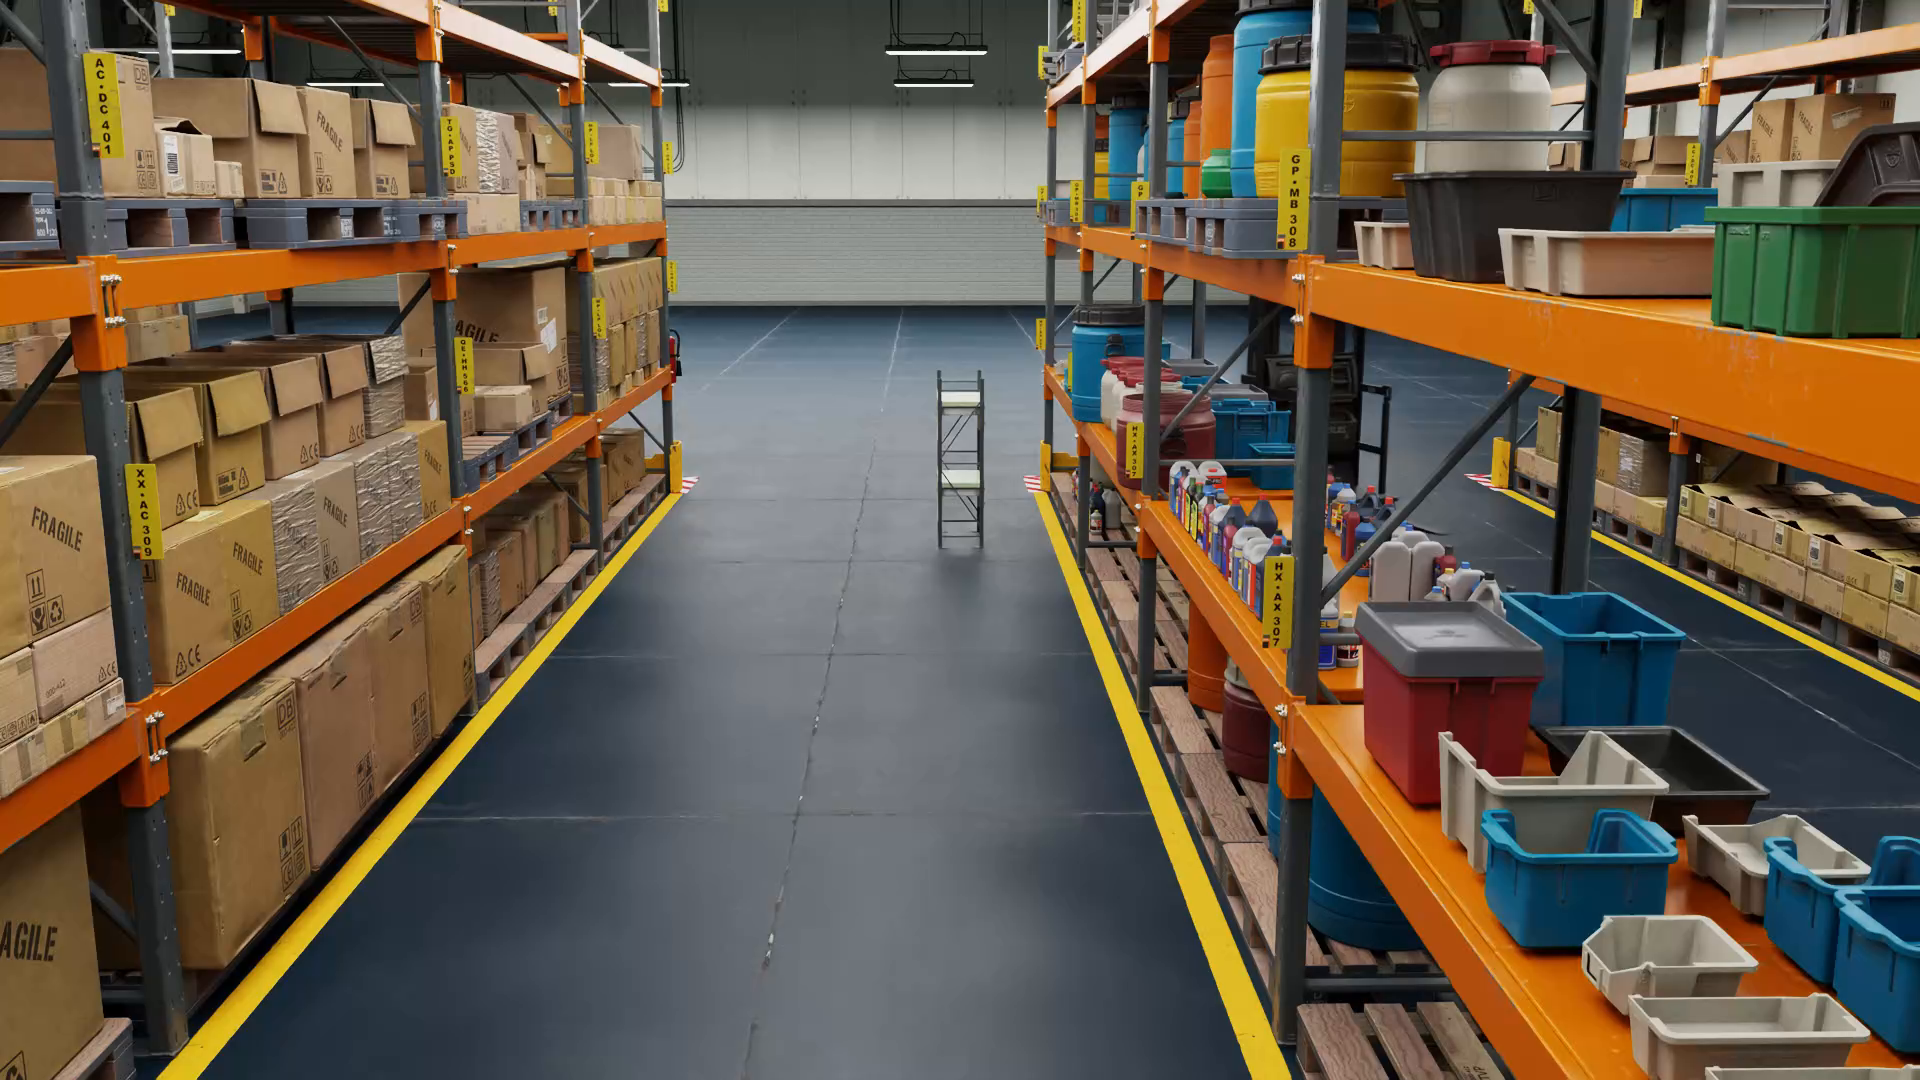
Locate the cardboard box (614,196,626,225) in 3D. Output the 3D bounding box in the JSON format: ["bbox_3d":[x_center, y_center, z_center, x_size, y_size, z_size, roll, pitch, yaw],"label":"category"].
[{"bbox_3d":[-3.237,-2.910,14.691,0.500,0.250,0.500,-1,11,-3],"label":"cardboard box"}]

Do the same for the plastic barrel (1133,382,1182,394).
[{"bbox_3d":[1.323,-0.786,11.109,0.421,0.512,0.421,0,11,0],"label":"plastic barrel"}]

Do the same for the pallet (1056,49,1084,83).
[{"bbox_3d":[1.411,-4.298,15.091,1.003,0.211,1.213,0,11,-1],"label":"pallet"}]

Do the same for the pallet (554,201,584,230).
[{"bbox_3d":[-3.562,-2.474,12.636,1.213,0.211,1.003,0,11,-1],"label":"pallet"}]

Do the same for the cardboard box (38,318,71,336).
[{"bbox_3d":[-8.403,-2.112,14.830,0.875,0.550,0.550,0,11,-1],"label":"cardboard box"}]

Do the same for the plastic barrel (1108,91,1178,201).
[{"bbox_3d":[1.571,-3.359,14.211,0.600,0.901,0.708,0,11,-1],"label":"plastic barrel"}]

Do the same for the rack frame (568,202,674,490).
[{"bbox_3d":[-3.550,-2.014,17.442,1.000,3.000,0.127,0,11,-1],"label":"rack frame"}]

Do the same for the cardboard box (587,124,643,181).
[{"bbox_3d":[-3.266,-3.617,15.541,0.500,0.500,0.500,0,11,-1],"label":"cardboard box"}]

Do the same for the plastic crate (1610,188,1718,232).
[{"bbox_3d":[1.987,-0.857,4.617,0.416,0.233,0.300,0,11,-1],"label":"plastic crate"}]

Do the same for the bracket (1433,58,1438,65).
[{"bbox_3d":[11.343,-11.330,39.222,0.235,0.232,0.430,0,11,-1],"label":"bracket"}]

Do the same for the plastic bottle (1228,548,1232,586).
[{"bbox_3d":[1.263,0.103,7.508,0.097,0.201,0.097,0,11,0],"label":"plastic bottle"}]

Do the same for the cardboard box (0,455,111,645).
[{"bbox_3d":[-3.026,0.022,5.150,0.500,0.500,0.500,0,11,0],"label":"cardboard box"}]

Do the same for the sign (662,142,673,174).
[{"bbox_3d":[-2.995,-3.916,17.048,0.100,0.325,0.005,0,11,-1],"label":"sign"}]

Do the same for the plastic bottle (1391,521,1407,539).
[{"bbox_3d":[2.020,0.048,7.603,0.097,0.271,0.097,0,11,0],"label":"plastic bottle"}]

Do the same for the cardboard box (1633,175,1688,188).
[{"bbox_3d":[6.138,-3.119,14.567,0.380,0.149,0.250,0,11,-1],"label":"cardboard box"}]

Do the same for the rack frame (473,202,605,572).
[{"bbox_3d":[-3.468,-1.219,13.523,1.000,3.000,0.127,0,11,-1],"label":"rack frame"}]

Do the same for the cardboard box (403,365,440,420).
[{"bbox_3d":[-3.436,-0.786,10.080,0.500,0.500,0.500,-2,12,-8],"label":"cardboard box"}]

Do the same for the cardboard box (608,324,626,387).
[{"bbox_3d":[-3.390,-1.603,14.416,0.875,0.500,0.500,0,11,-1],"label":"cardboard box"}]

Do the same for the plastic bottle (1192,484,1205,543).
[{"bbox_3d":[1.224,-0.135,8.473,0.061,0.283,0.133,0,11,-1],"label":"plastic bottle"}]

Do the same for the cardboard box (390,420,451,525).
[{"bbox_3d":[-3.127,-0.376,9.115,0.500,0.500,0.500,0,11,1],"label":"cardboard box"}]

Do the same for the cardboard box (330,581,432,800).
[{"bbox_3d":[-3.381,0.726,8.223,1.225,0.875,0.875,0,11,-1],"label":"cardboard box"}]

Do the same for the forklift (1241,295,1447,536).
[{"bbox_3d":[3.339,-1.528,15.218,1.130,2.935,3.031,-4,12,-19],"label":"forklift"}]

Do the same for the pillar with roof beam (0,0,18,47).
[{"bbox_3d":[-15.376,-8.346,33.564,9.100,9.000,0.548,0,11,-1],"label":"pillar with roof beam"}]

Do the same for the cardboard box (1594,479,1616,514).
[{"bbox_3d":[6.183,-0.407,15.381,0.500,0.250,0.500,0,11,-1],"label":"cardboard box"}]

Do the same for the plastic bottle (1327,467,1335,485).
[{"bbox_3d":[2.006,-0.262,9.102,0.061,0.283,0.133,0,11,-1],"label":"plastic bottle"}]

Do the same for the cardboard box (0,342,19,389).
[{"bbox_3d":[-8.448,-1.365,13.868,0.875,0.550,0.550,0,11,-1],"label":"cardboard box"}]

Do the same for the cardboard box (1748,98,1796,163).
[{"bbox_3d":[6.410,-3.106,12.715,0.500,0.500,0.500,0,11,0],"label":"cardboard box"}]

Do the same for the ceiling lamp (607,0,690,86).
[{"bbox_3d":[-7.711,-12.856,41.114,2.000,3.185,0.800,0,11,-1],"label":"ceiling lamp"}]

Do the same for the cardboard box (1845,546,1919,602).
[{"bbox_3d":[6.245,0.197,10.994,0.500,0.311,0.500,0,11,-2],"label":"cardboard box"}]

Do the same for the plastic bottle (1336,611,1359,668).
[{"bbox_3d":[1.442,0.367,6.205,0.097,0.201,0.097,0,11,0],"label":"plastic bottle"}]

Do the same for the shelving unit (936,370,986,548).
[{"bbox_3d":[0.000,-0.736,14.917,0.431,1.500,0.755,0,11,-1],"label":"shelving unit"}]

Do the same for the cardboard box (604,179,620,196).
[{"bbox_3d":[-3.191,-3.085,14.553,0.380,0.149,0.250,0,11,-2],"label":"cardboard box"}]

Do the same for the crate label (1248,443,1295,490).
[{"bbox_3d":[1.933,-0.447,10.141,0.303,0.233,0.416,0,11,-1],"label":"crate label"}]

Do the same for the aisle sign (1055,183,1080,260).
[{"bbox_3d":[1.107,-3.322,17.349,0.394,0.787,0.004,0,11,-1],"label":"aisle sign"}]

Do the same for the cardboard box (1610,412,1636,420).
[{"bbox_3d":[6.698,-0.976,16.297,0.500,0.500,0.500,0,11,-1],"label":"cardboard box"}]

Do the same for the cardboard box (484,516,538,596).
[{"bbox_3d":[-3.474,0.119,12.110,0.700,0.500,0.500,-1,12,-6],"label":"cardboard box"}]

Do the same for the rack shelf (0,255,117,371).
[{"bbox_3d":[-3.261,-0.349,3.498,1.077,0.370,4.000,0,11,-1],"label":"rack shelf"}]

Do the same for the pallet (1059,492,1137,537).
[{"bbox_3d":[1.484,-0.249,15.758,1.003,0.211,1.213,0,11,-1],"label":"pallet"}]

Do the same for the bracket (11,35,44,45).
[{"bbox_3d":[-19.387,-10.692,36.074,0.076,0.066,4.783,0,11,-1],"label":"bracket"}]

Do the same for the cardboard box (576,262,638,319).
[{"bbox_3d":[-3.266,-2.292,15.300,0.500,0.500,0.500,0,11,-1],"label":"cardboard box"}]

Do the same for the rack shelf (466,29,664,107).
[{"bbox_3d":[-3.509,-4.202,14.958,1.077,0.370,4.000,0,11,-1],"label":"rack shelf"}]

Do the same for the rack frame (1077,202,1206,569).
[{"bbox_3d":[1.484,-1.239,13.623,1.000,3.000,0.127,0,11,-1],"label":"rack frame"}]

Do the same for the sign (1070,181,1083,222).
[{"bbox_3d":[0.934,-2.714,13.324,0.100,0.325,0.005,0,11,-1],"label":"sign"}]

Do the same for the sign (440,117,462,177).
[{"bbox_3d":[-2.830,-2.187,9.249,0.100,0.325,0.005,0,11,-1],"label":"sign"}]

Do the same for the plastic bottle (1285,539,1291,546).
[{"bbox_3d":[1.422,0.133,7.182,0.097,0.271,0.097,0,11,0],"label":"plastic bottle"}]

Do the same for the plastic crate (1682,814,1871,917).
[{"bbox_3d":[1.986,0.796,4.105,0.293,0.136,0.466,0,11,-1],"label":"plastic crate"}]

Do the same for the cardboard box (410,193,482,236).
[{"bbox_3d":[-3.140,-1.915,9.786,0.500,0.250,0.500,0,11,0],"label":"cardboard box"}]

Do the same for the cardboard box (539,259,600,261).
[{"bbox_3d":[-3.808,-2.489,16.269,0.500,0.500,0.500,0,11,-1],"label":"cardboard box"}]

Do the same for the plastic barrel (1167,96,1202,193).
[{"bbox_3d":[1.739,-2.595,11.500,0.600,0.901,0.708,0,11,-1],"label":"plastic barrel"}]

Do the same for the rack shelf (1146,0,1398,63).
[{"bbox_3d":[1.608,-2.438,7.259,1.077,0.370,4.000,0,11,-1],"label":"rack shelf"}]

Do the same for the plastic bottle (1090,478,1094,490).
[{"bbox_3d":[1.172,-0.386,14.972,0.144,0.351,0.185,0,11,-2],"label":"plastic bottle"}]

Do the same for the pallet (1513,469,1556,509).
[{"bbox_3d":[6.411,-0.536,17.168,1.003,0.211,1.213,0,11,-1],"label":"pallet"}]

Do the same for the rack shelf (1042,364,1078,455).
[{"bbox_3d":[1.443,-1.284,15.654,1.077,0.370,4.000,0,11,-1],"label":"rack shelf"}]

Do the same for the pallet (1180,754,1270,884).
[{"bbox_3d":[1.647,1.321,8.017,1.003,0.211,1.213,0,11,-1],"label":"pallet"}]

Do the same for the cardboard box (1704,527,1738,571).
[{"bbox_3d":[6.206,0.066,13.050,0.500,0.250,0.500,0,11,0],"label":"cardboard box"}]

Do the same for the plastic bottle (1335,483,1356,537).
[{"bbox_3d":[1.999,-0.156,8.608,0.097,0.271,0.097,0,11,0],"label":"plastic bottle"}]

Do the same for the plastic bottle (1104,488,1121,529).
[{"bbox_3d":[1.327,-0.284,14.471,0.144,0.351,0.185,0,11,-1],"label":"plastic bottle"}]
